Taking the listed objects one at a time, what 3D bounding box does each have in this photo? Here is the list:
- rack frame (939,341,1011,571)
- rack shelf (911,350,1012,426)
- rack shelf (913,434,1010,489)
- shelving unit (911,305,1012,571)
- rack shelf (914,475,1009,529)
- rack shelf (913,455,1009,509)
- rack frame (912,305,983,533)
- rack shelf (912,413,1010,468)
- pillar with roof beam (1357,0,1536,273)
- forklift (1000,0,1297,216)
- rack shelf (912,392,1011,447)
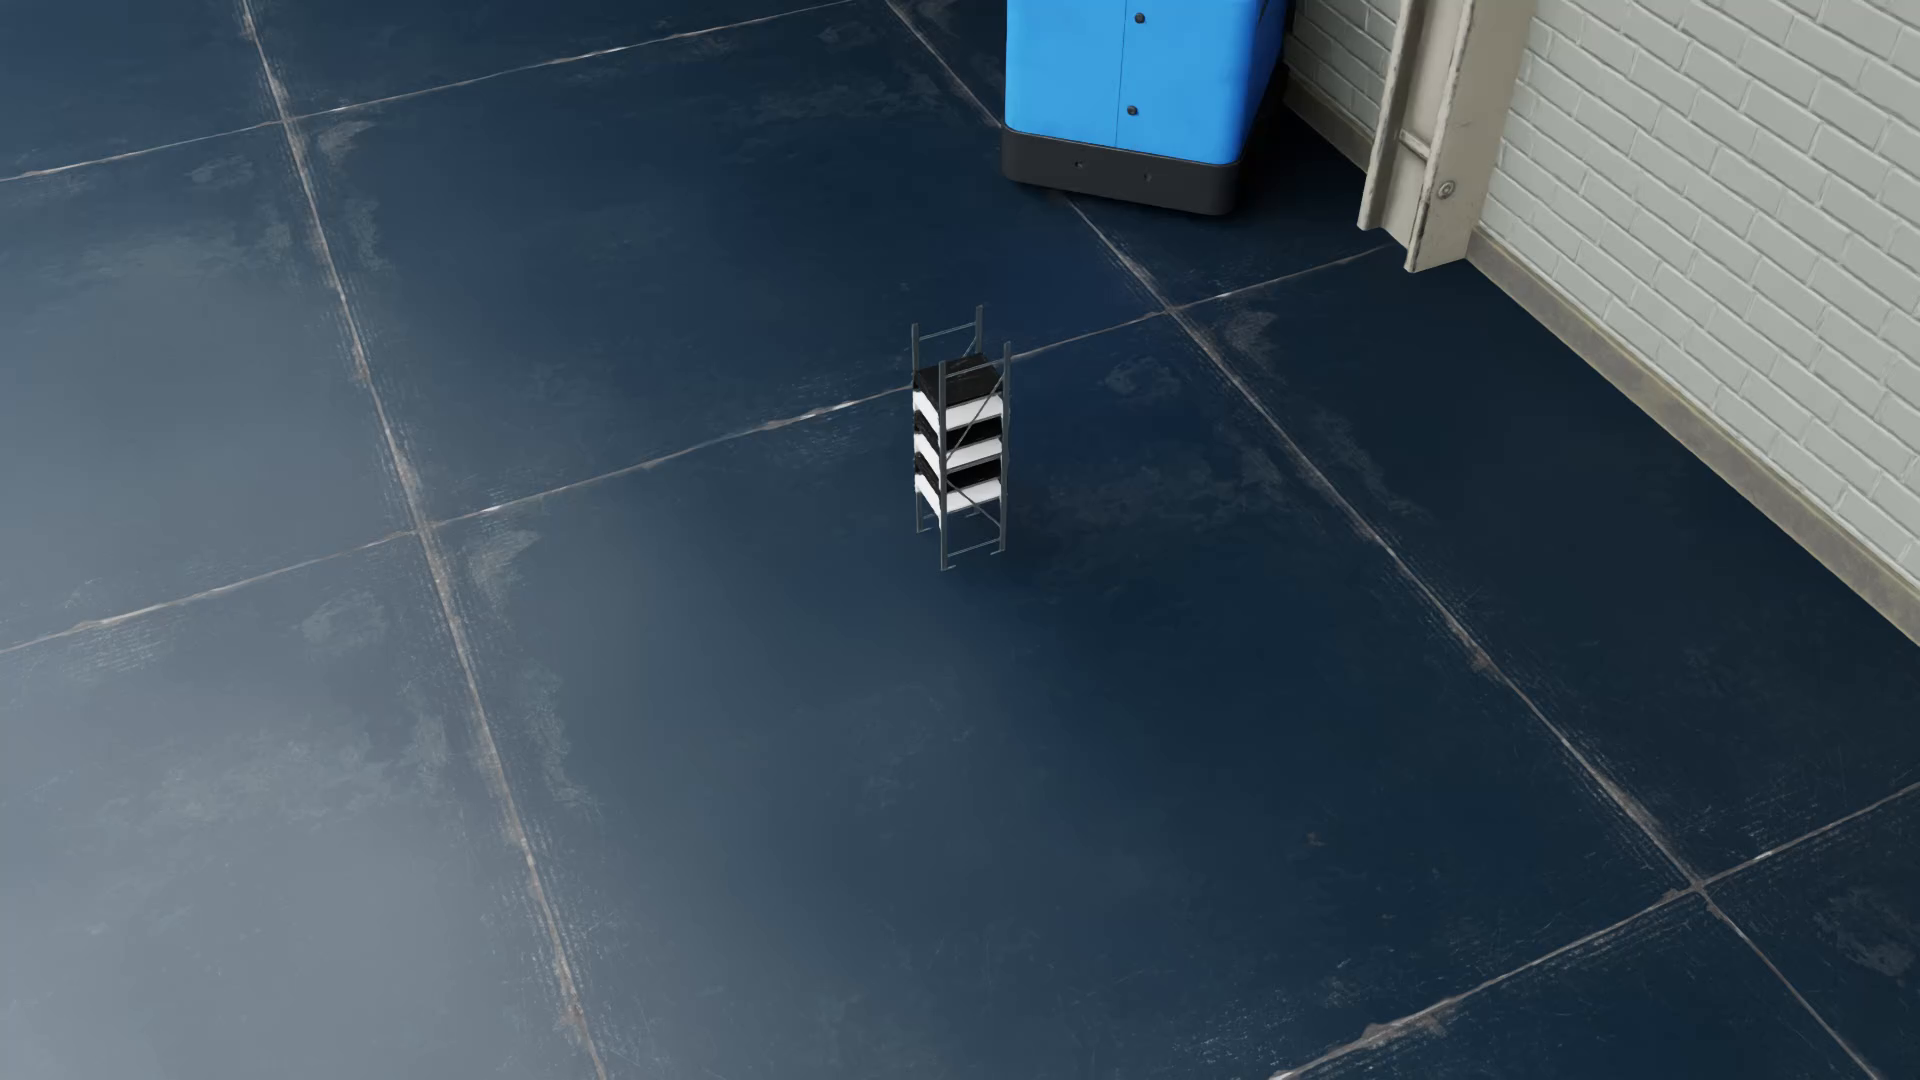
[{"bbox_3d":[0.046,-0.250,5.363,0.240,0.900,0.006,-18,47,-17],"label":"rack frame"},{"bbox_3d":[0.003,-0.484,5.262,0.258,0.077,0.200,-18,47,-17],"label":"rack shelf"},{"bbox_3d":[0.003,-0.291,5.452,0.258,0.077,0.200,-18,47,-17],"label":"rack shelf"},{"bbox_3d":[0.003,-0.315,5.429,0.258,0.900,0.210,-18,47,-17],"label":"shelving unit"},{"bbox_3d":[0.003,-0.163,5.579,0.258,0.077,0.200,-18,47,-17],"label":"rack shelf"},{"bbox_3d":[0.003,-0.227,5.515,0.258,0.077,0.200,-18,47,-17],"label":"rack shelf"},{"bbox_3d":[-0.039,-0.380,5.494,0.240,0.900,0.006,-18,47,-17],"label":"rack frame"},{"bbox_3d":[0.003,-0.355,5.389,0.258,0.077,0.200,-18,47,-17],"label":"rack shelf"},{"bbox_3d":[-1.988,-3.203,2.589,9.100,9.000,0.400,-18,47,-17],"label":"pillar with roof beam"},{"bbox_3d":[1.114,-3.470,7.180,1.130,2.935,3.031,13,46,13],"label":"forklift"},{"bbox_3d":[0.003,-0.420,5.326,0.258,0.077,0.200,-18,47,-17],"label":"rack shelf"}]
